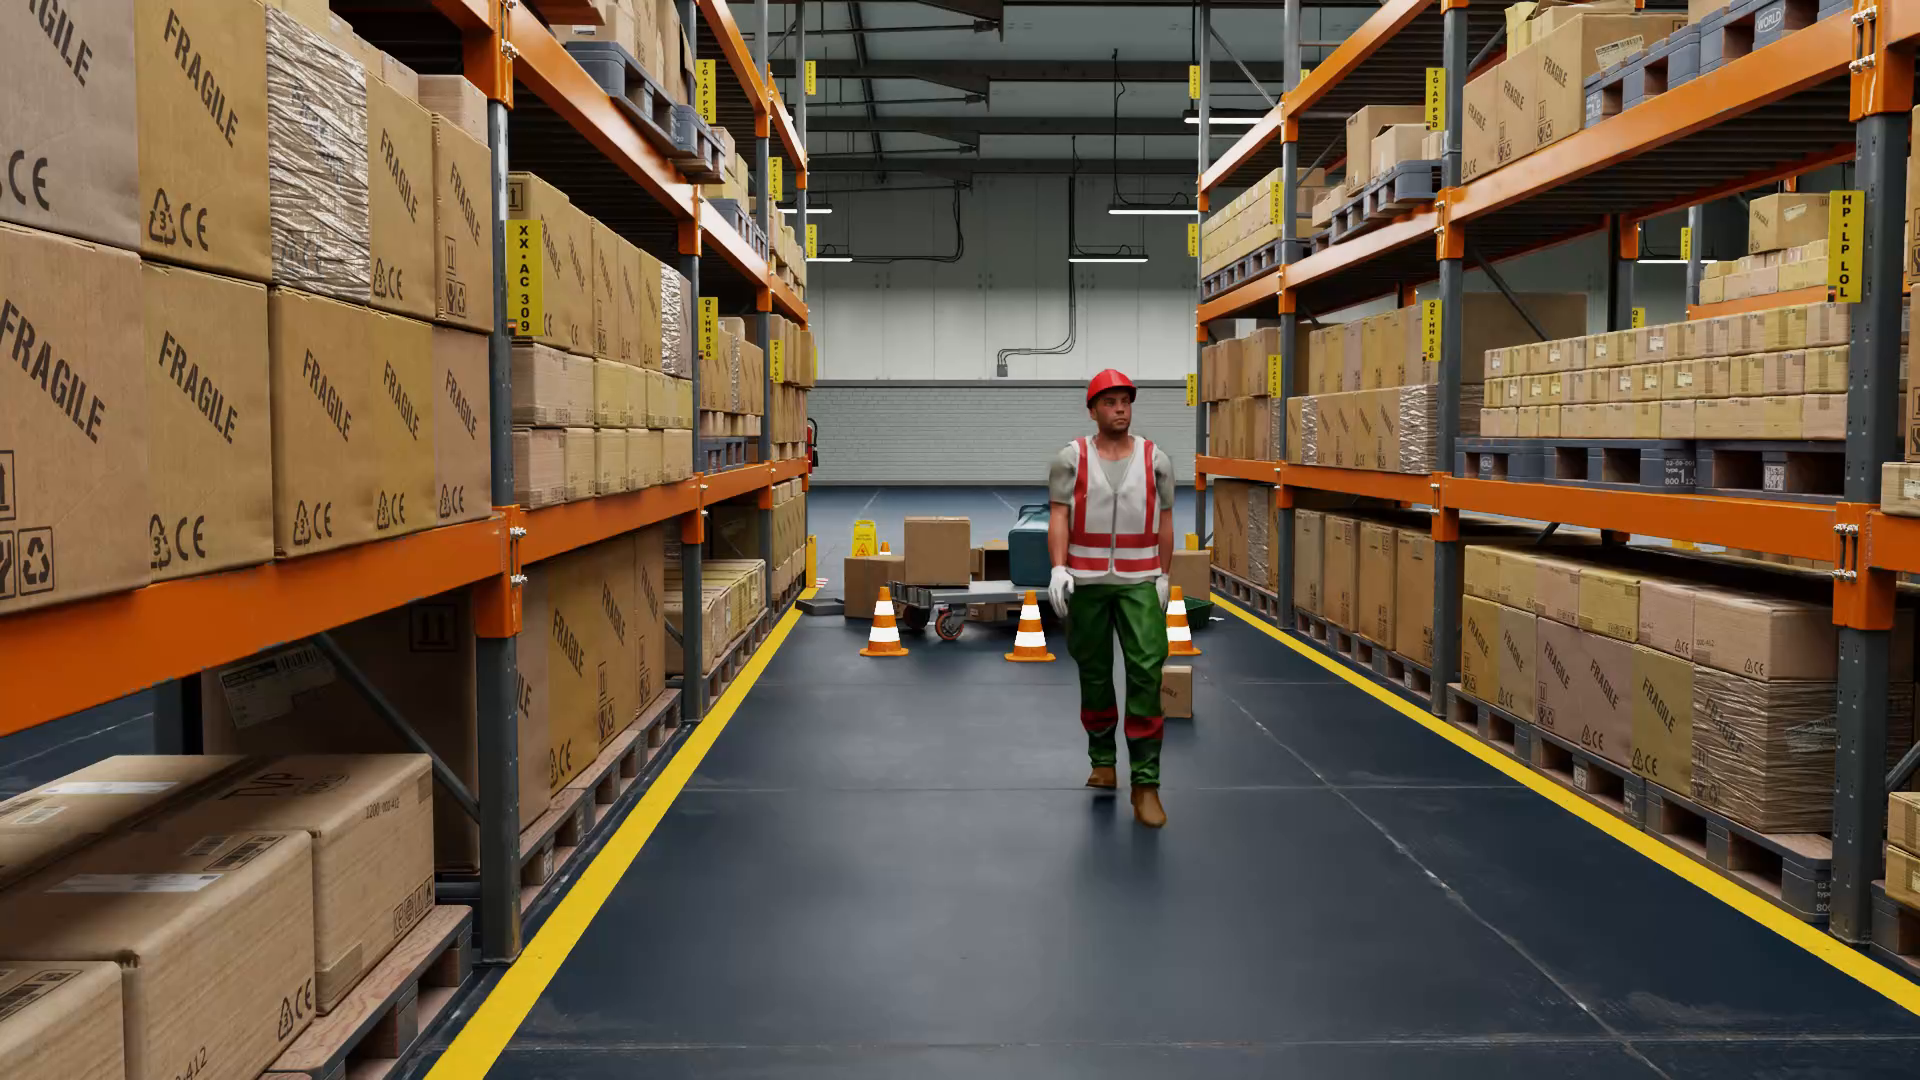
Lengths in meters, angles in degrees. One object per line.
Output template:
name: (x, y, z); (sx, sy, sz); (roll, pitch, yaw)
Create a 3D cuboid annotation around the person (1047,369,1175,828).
person: (0.619, 0.210, 6.795); (0.529, 1.821, 0.746); (0, 4, 4)
